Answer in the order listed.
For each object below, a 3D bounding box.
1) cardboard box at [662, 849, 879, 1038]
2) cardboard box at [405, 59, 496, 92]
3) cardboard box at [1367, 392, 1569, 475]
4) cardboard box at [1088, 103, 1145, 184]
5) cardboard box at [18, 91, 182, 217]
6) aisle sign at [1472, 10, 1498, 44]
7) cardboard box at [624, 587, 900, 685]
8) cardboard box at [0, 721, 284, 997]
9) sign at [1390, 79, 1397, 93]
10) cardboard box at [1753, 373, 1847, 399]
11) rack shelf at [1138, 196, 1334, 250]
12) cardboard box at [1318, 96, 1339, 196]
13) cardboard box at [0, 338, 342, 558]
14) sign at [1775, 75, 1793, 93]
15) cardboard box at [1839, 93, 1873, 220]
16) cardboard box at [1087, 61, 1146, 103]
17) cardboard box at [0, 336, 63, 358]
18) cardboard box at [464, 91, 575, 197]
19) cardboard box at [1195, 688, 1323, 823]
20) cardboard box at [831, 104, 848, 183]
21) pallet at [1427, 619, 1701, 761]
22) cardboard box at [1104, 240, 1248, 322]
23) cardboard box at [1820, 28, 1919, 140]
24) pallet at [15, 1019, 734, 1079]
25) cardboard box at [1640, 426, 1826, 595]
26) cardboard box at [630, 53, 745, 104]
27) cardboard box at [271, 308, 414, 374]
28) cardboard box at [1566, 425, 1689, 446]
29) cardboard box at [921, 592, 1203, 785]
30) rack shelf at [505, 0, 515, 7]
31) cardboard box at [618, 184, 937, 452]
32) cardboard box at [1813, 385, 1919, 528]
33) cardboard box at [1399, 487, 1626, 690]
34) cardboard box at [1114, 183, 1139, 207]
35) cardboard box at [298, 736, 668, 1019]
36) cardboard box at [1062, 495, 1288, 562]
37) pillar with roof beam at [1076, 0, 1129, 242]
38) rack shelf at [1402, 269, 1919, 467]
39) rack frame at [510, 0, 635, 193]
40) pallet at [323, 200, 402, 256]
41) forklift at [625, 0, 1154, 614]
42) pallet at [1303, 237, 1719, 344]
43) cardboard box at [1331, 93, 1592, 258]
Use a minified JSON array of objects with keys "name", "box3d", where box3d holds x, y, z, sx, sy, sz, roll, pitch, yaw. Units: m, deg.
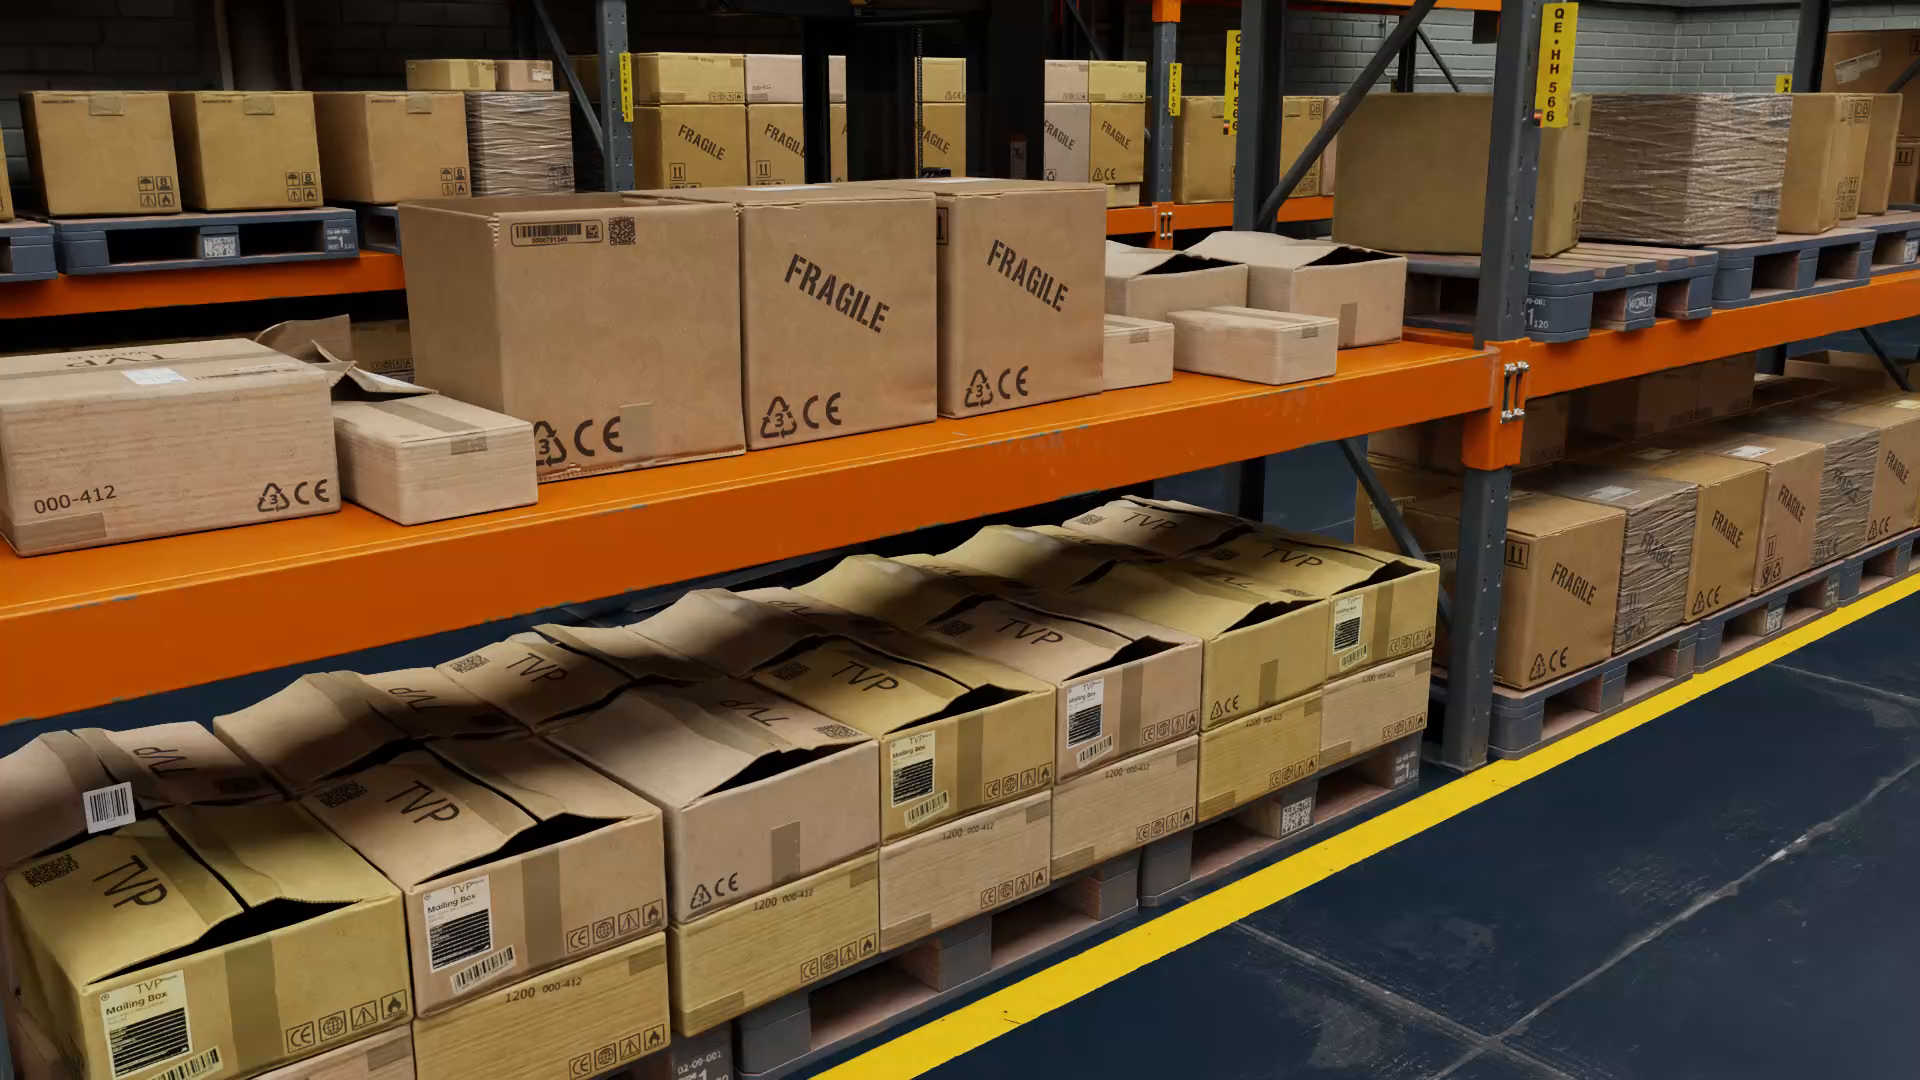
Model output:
[{"name":"cardboard box","box3d":[-0.522,0.770,3.569,0.500,0.250,0.500,-13,20,-41]},{"name":"cardboard box","box3d":[-2.475,-2.255,8.075,0.380,0.149,0.250,12,19,38]},{"name":"cardboard box","box3d":[1.844,-0.420,6.048,0.500,0.250,0.500,-12,19,-37]},{"name":"cardboard box","box3d":[0.833,-2.554,10.690,0.500,0.500,0.500,-13,20,-40]},{"name":"cardboard box","box3d":[-3.710,-1.676,7.165,0.500,0.500,0.700,-10,18,-32]},{"name":"aisle sign","box3d":[4.285,-4.367,13.249,0.004,0.787,0.394,-13,19,-39]},{"name":"cardboard box","box3d":[-0.499,0.312,4.198,0.500,0.311,0.500,-13,20,-40]},{"name":"cardboard box","box3d":[-1.647,0.570,3.233,0.500,0.311,0.500,-13,19,-39]},{"name":"sign","box3d":[3.674,-3.723,14.044,0.005,0.325,0.100,-13,19,-39]},{"name":"cardboard box","box3d":[3.746,-0.486,7.749,0.500,0.500,0.500,-14,20,-42]},{"name":"rack shelf","box3d":[2.525,-2.471,12.582,4.000,0.370,1.077,-13,19,-39]},{"name":"cardboard box","box3d":[2.533,-2.961,12.442,0.700,0.700,0.980,-14,20,-42]},{"name":"cardboard box","box3d":[-1.422,-0.180,2.902,0.500,0.250,0.500,-11,19,-36]},{"name":"sign","box3d":[3.909,-2.038,7.892,0.005,0.325,0.100,-13,19,-39]},{"name":"cardboard box","box3d":[3.289,-1.602,6.926,0.500,0.500,0.700,-9,17,-31]},{"name":"cardboard box","box3d":[0.832,-2.915,10.587,0.500,0.250,0.500,-12,19,-38]},{"name":"cardboard box","box3d":[-4.145,-0.695,7.077,0.500,0.250,0.500,-13,20,-41]},{"name":"cardboard box","box3d":[-2.349,-1.981,8.309,0.700,0.500,0.500,13,20,40]},{"name":"cardboard box","box3d":[0.630,0.512,4.536,0.500,0.250,0.500,-13,20,-40]},{"name":"cardboard box","box3d":[-0.691,-2.207,9.391,0.500,0.500,0.500,-13,20,-40]},{"name":"pallet","box3d":[1.841,0.390,5.882,1.213,0.211,1.003,-13,19,-39]},{"name":"cardboard box","box3d":[0.451,-0.681,4.661,0.500,0.311,0.500,-13,20,-40]},{"name":"cardboard box","box3d":[4.482,-2.183,7.980,0.500,0.500,0.500,-13,19,-39]},{"name":"pallet","box3d":[-1.234,1.054,3.395,1.213,0.211,1.003,-13,19,-39]},{"name":"cardboard box","box3d":[2.947,-0.128,6.407,0.500,0.500,0.500,-14,20,-41]},{"name":"cardboard box","box3d":[-1.468,-2.398,8.651,0.500,0.250,0.500,-12,19,-38]},{"name":"cardboard box","box3d":[-2.982,-0.953,8.042,0.500,0.250,0.500,-12,19,-38]},{"name":"cardboard box","box3d":[2.587,-0.225,6.771,0.500,0.500,0.500,-14,20,-41]},{"name":"cardboard box","box3d":[0.249,0.327,4.140,0.500,0.311,0.500,-13,20,-40]},{"name":"rack shelf","box3d":[-3.510,-2.565,7.121,4.000,0.370,1.077,-13,19,-39]},{"name":"cardboard box","box3d":[-0.399,-0.510,3.653,0.500,0.500,0.500,-13,19,-39]},{"name":"cardboard box","box3d":[4.086,-0.381,7.357,0.500,0.500,0.500,-13,20,-40]},{"name":"cardboard box","box3d":[1.784,0.135,5.422,0.500,0.500,0.500,-12,19,-37]},{"name":"cardboard box","box3d":[0.947,-2.256,10.830,0.250,0.149,0.380,-12,19,-39]},{"name":"cardboard box","box3d":[-0.908,0.589,3.161,0.500,0.311,0.500,-13,20,-40]},{"name":"cardboard box","box3d":[0.665,0.048,5.186,0.500,0.311,0.500,-12,19,-38]},{"name":"pillar with roof beam","box3d":[3.802,-4.827,8.383,0.400,9.000,9.100,-13,19,-39]},{"name":"rack shelf","box3d":[2.762,-0.830,6.437,4.000,0.370,1.077,-13,19,-39]},{"name":"rack frame","box3d":[-2.001,-1.802,8.684,0.127,3.000,1.000,-13,19,-39]},{"name":"pallet","box3d":[-2.469,-1.568,8.179,1.003,0.211,1.213,-13,19,-39]},{"name":"forklift","box3d":[-0.414,-1.294,6.914,1.130,2.935,3.031,13,20,39]},{"name":"pallet","box3d":[1.718,-0.874,5.582,1.003,0.211,1.213,-13,19,-39]},{"name":"cardboard box","box3d":[1.654,-1.218,5.490,0.700,0.500,0.500,8,17,28]}]
